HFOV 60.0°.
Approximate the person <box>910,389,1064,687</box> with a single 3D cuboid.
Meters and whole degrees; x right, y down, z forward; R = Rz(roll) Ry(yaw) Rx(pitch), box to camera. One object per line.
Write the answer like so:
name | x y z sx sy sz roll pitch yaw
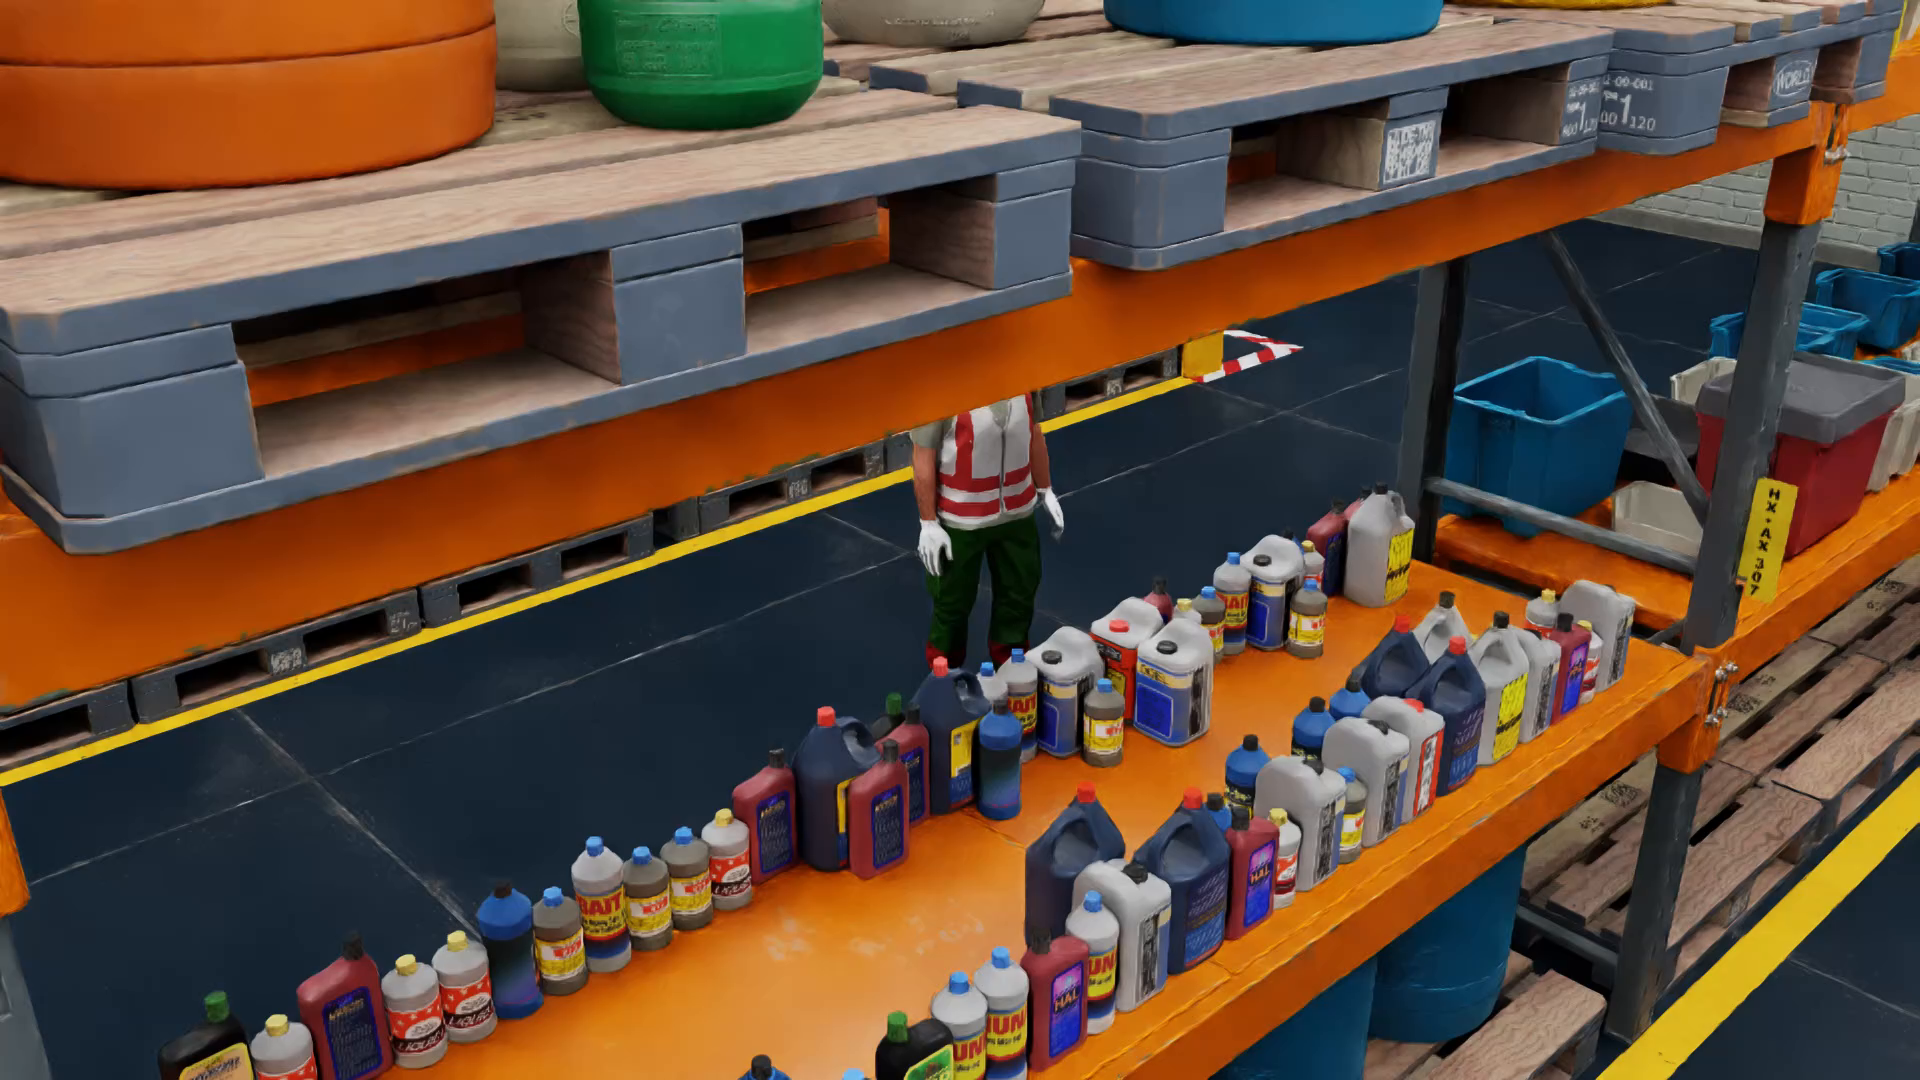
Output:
person | 0.111 -0.083 6.198 0.618 1.785 0.414 -12 27 -25
